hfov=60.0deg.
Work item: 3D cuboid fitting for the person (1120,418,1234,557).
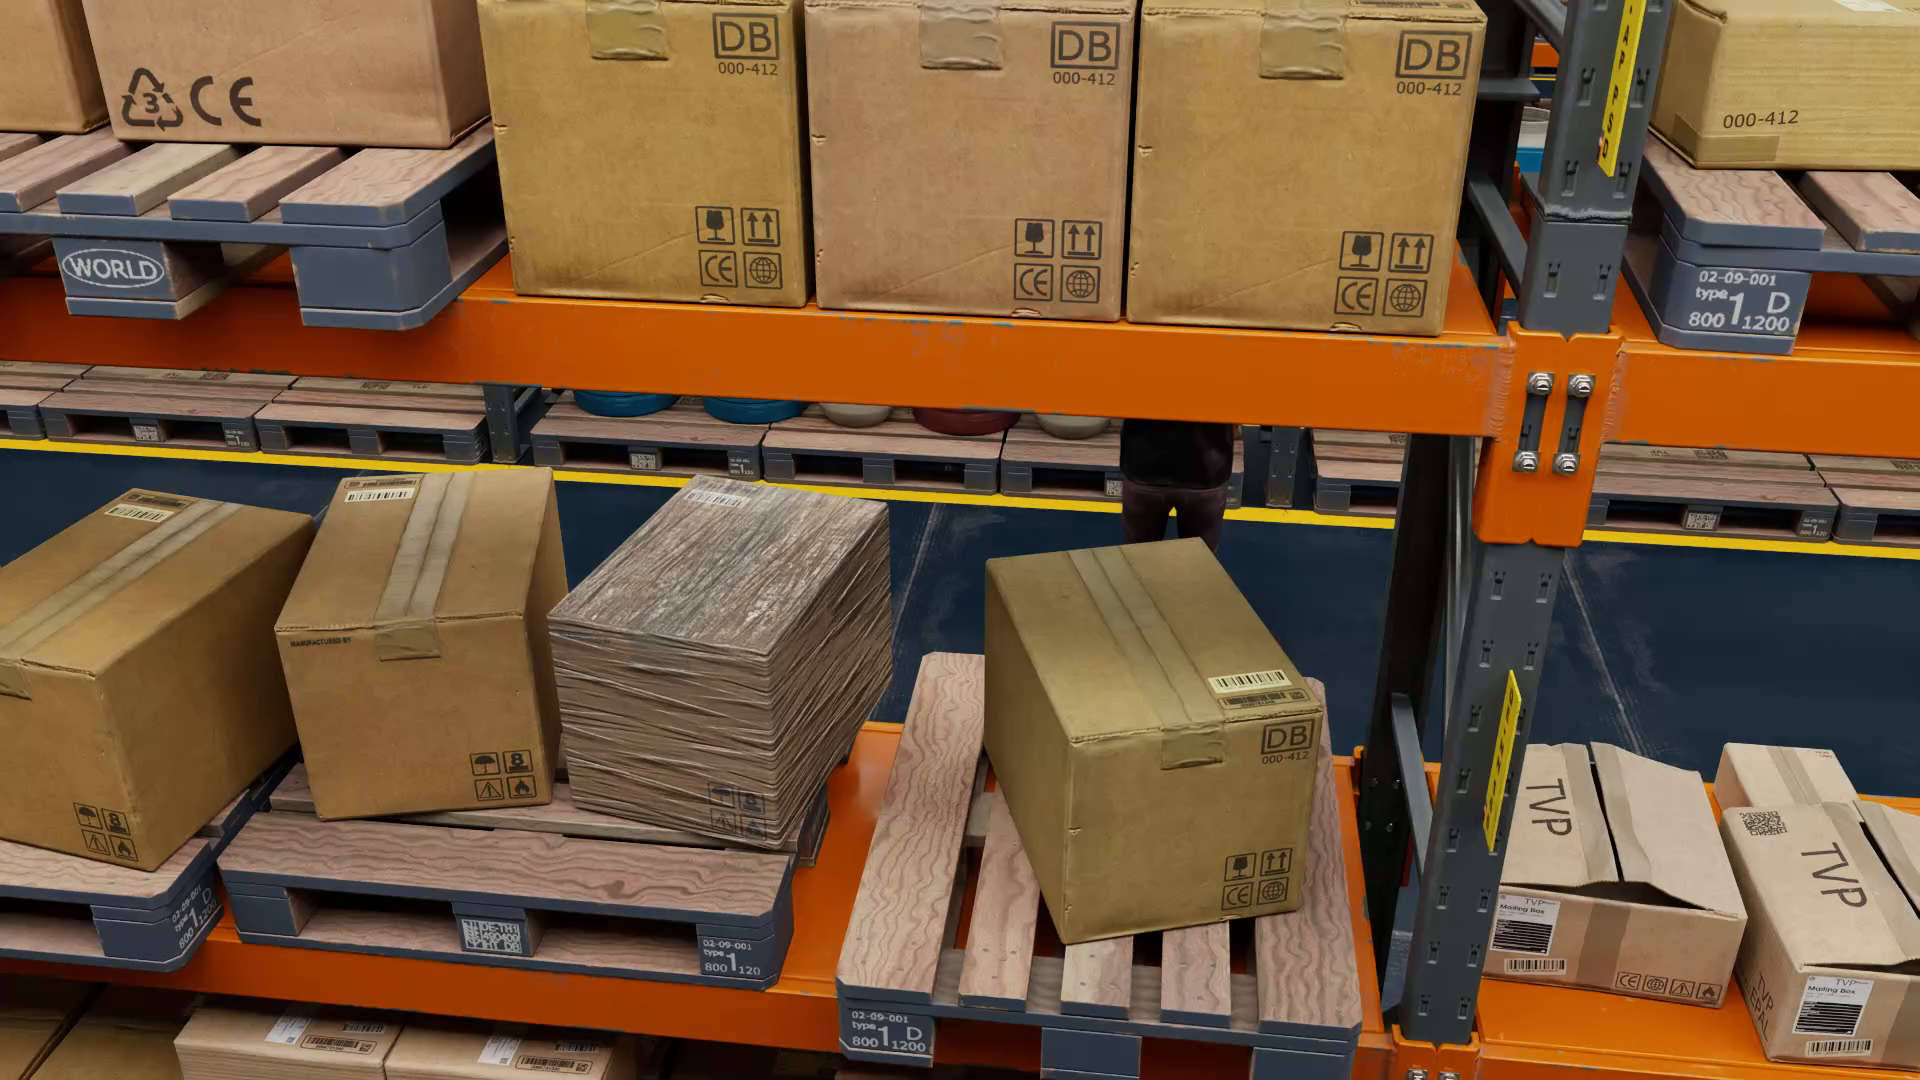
[{"bbox_3d":[0.845,-0.273,6.667,0.494,1.711,0.550,4,28,7],"label":"person"}]
